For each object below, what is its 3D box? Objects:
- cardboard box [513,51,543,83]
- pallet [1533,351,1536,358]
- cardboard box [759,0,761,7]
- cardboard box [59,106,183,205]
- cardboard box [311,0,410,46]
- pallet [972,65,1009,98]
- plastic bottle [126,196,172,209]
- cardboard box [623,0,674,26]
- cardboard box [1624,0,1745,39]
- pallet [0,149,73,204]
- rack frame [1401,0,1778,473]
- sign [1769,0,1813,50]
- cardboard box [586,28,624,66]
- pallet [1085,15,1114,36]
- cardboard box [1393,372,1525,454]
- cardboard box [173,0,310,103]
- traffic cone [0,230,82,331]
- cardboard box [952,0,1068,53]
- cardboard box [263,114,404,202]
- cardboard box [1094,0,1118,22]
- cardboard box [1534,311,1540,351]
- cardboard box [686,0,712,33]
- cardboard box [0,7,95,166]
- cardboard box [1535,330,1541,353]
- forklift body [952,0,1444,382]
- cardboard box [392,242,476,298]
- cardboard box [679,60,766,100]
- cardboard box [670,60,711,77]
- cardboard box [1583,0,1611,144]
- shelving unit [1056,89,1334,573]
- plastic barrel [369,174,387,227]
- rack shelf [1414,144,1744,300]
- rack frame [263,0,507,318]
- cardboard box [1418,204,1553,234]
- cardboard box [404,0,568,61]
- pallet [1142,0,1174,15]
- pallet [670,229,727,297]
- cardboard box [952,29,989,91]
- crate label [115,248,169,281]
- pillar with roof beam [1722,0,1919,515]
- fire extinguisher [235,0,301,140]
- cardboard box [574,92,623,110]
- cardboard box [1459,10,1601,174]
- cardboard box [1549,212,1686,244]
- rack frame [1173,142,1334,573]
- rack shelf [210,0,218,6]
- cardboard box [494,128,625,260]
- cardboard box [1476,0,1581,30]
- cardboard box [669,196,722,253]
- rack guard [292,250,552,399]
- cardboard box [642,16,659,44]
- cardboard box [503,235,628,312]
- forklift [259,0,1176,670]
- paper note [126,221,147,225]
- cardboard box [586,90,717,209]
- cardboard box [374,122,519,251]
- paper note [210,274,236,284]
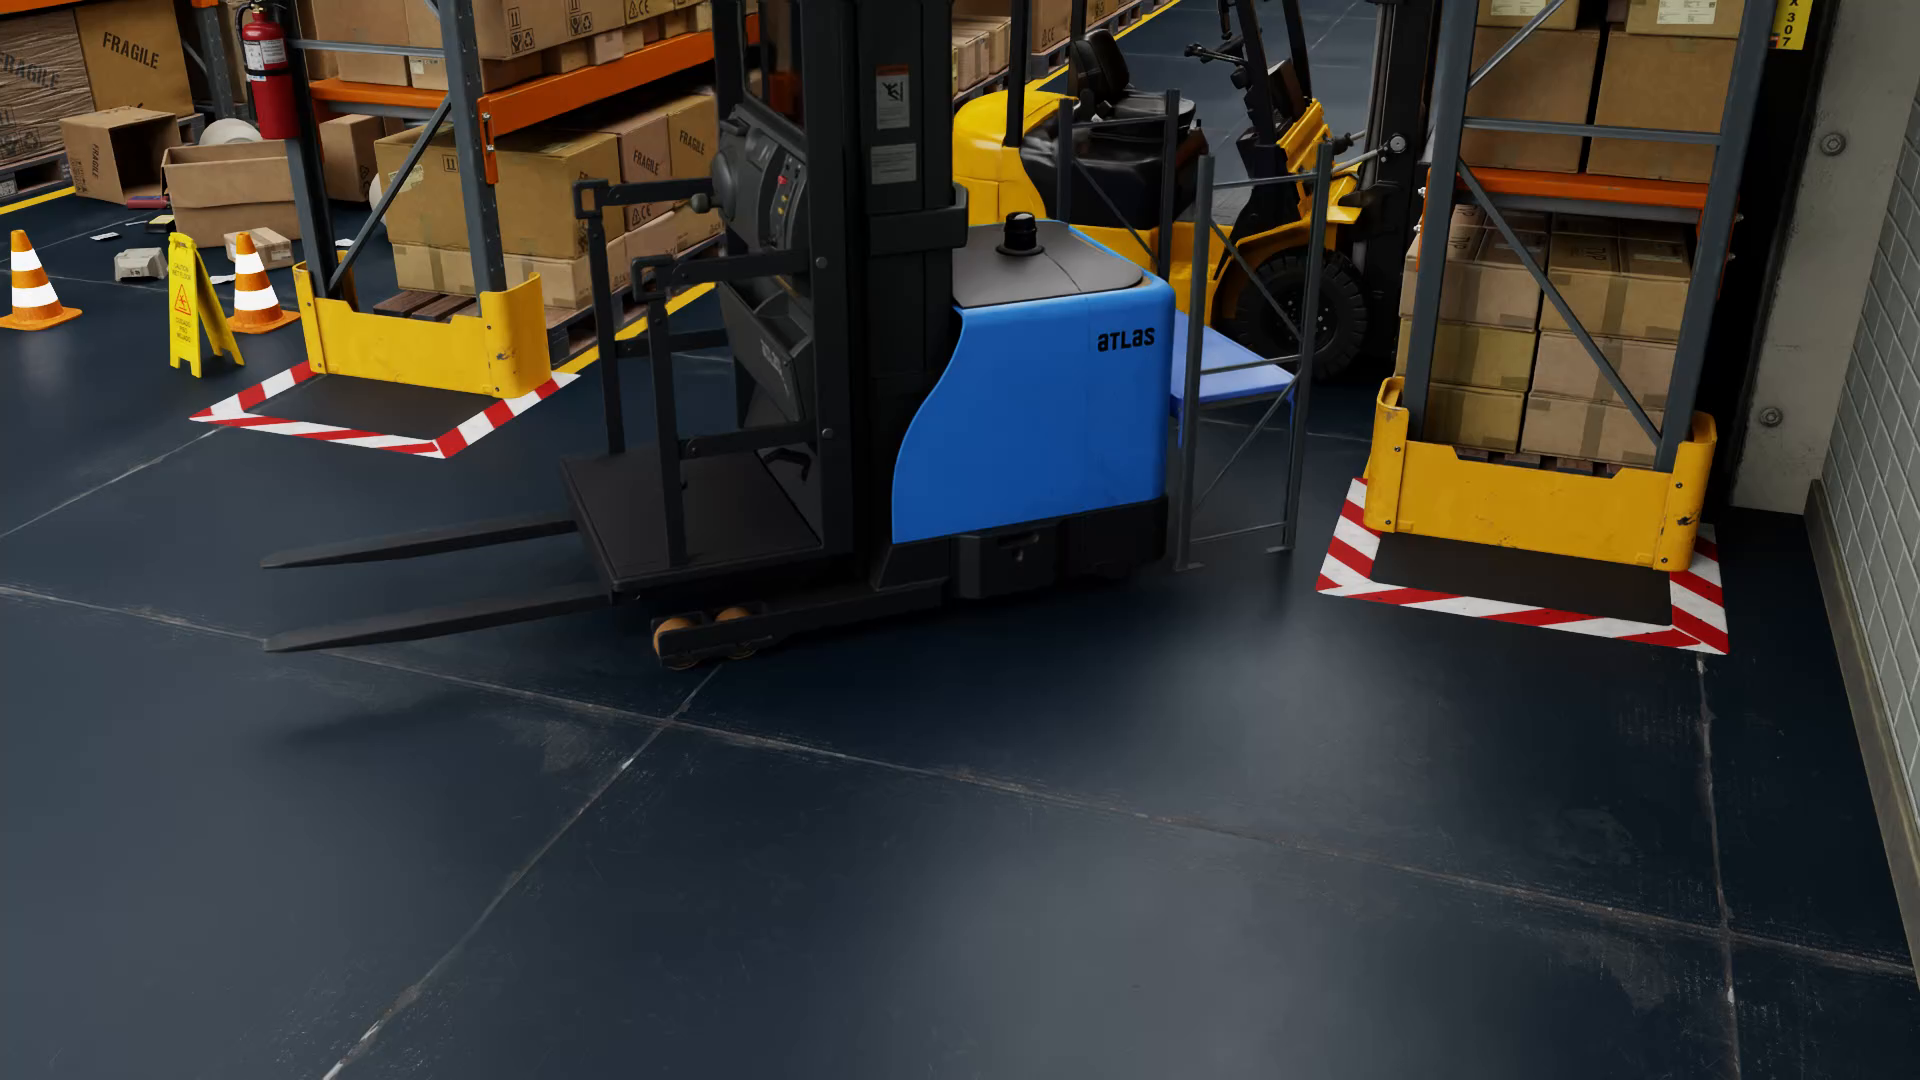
[{"bbox_3d":[-2.157,-2.212,7.665,0.380,0.149,0.250,9,27,18],"label":"cardboard box"},{"bbox_3d":[2.769,-0.957,7.983,1.003,0.211,1.213,9,27,17],"label":"pallet"},{"bbox_3d":[-1.357,-3.165,9.632,0.380,0.149,0.250,8,27,17],"label":"cardboard box"},{"bbox_3d":[-5.455,-2.519,10.877,0.500,0.500,0.500,14,29,26],"label":"cardboard box"},{"bbox_3d":[-2.615,-2.552,7.622,0.500,0.500,0.500,8,27,17],"label":"cardboard box"},{"bbox_3d":[-0.135,-3.821,13.900,1.003,0.211,1.213,9,27,17],"label":"pallet"},{"bbox_3d":[-5.163,-2.161,10.643,0.283,0.061,0.133,0,26,-1],"label":"plastic bottle"},{"bbox_3d":[-1.779,-2.866,8.271,0.500,0.500,0.500,8,27,16],"label":"cardboard box"},{"bbox_3d":[2.504,-1.830,5.729,0.380,0.149,0.250,8,27,16],"label":"cardboard box"},{"bbox_3d":[-6.637,-2.371,10.904,1.003,0.211,1.213,9,27,17],"label":"pallet"},{"bbox_3d":[2.146,-1.392,5.682,1.000,3.000,0.127,9,27,17],"label":"rack frame"},{"bbox_3d":[2.668,-1.734,5.305,0.100,0.325,0.005,9,27,17],"label":"sign"},{"bbox_3d":[-1.864,-2.407,8.068,0.380,0.149,0.250,9,27,18],"label":"cardboard box"},{"bbox_3d":[0.868,-4.955,16.242,1.003,0.211,1.213,9,27,17],"label":"pallet"},{"bbox_3d":[2.005,-0.582,6.683,0.500,0.250,0.500,9,27,18],"label":"cardboard box"},{"bbox_3d":[-5.784,-3.875,12.910,1.050,0.750,0.750,9,27,17],"label":"cardboard box"},{"bbox_3d":[-4.769,-1.353,8.514,0.336,0.463,0.334,9,27,17],"label":"traffic cone"},{"bbox_3d":[0.435,-4.902,14.888,0.875,0.875,0.875,8,27,17],"label":"cardboard box"},{"bbox_3d":[-4.035,-2.522,10.725,0.797,0.637,0.503,9,27,17],"label":"cardboard box"},{"bbox_3d":[1.033,-5.635,16.403,0.875,0.875,0.875,10,27,19],"label":"cardboard box"},{"bbox_3d":[2.191,-1.018,7.010,0.500,0.250,0.500,8,27,17],"label":"cardboard box"},{"bbox_3d":[-1.524,-2.834,8.950,0.380,0.149,0.250,9,27,18],"label":"cardboard box"},{"bbox_3d":[-6.478,-3.043,11.050,0.875,0.875,0.875,9,27,18],"label":"cardboard box"},{"bbox_3d":[2.655,-0.939,6.847,0.500,0.250,0.500,8,27,17],"label":"cardboard box"},{"bbox_3d":[1.057,-2.053,8.023,2.313,2.155,1.214,9,27,17],"label":"forklift body"},{"bbox_3d":[-2.512,-1.442,8.460,0.500,0.250,0.500,9,27,17],"label":"cardboard box"},{"bbox_3d":[-1.316,-2.551,9.890,0.500,0.500,0.500,9,27,18],"label":"cardboard box"},{"bbox_3d":[-1.823,-2.618,10.027,0.500,0.500,0.500,10,28,20],"label":"cardboard box"},{"bbox_3d":[2.725,-1.817,6.446,0.500,0.500,0.500,10,27,19],"label":"cardboard box"},{"bbox_3d":[0.807,-0.808,6.198,0.538,1.500,1.048,-11,28,-21],"label":"shelving unit"},{"bbox_3d":[-3.276,-2.019,9.933,0.421,0.421,0.512,-14,29,-27],"label":"plastic barrel"},{"bbox_3d":[2.812,-1.890,7.536,1.077,0.370,4.000,9,27,17],"label":"rack shelf"},{"bbox_3d":[-2.536,-2.110,7.165,1.000,3.000,0.127,9,27,17],"label":"rack frame"},{"bbox_3d":[2.170,-1.238,6.891,0.500,0.250,0.500,9,27,18],"label":"cardboard box"},{"bbox_3d":[-2.117,-2.443,7.398,0.500,0.500,0.500,8,27,17],"label":"cardboard box"},{"bbox_3d":[1.784,-6.087,18.580,1.003,0.211,1.213,9,27,17],"label":"pallet"},{"bbox_3d":[-1.799,-1.714,9.549,1.003,0.211,1.213,9,27,17],"label":"pallet"},{"bbox_3d":[-0.309,-3.869,13.331,0.950,0.372,0.625,8,27,16],"label":"cardboard box"},{"bbox_3d":[-4.566,-1.538,9.270,0.250,0.136,0.298,-5,26,-9],"label":"crate label"},{"bbox_3d":[-0.832,-4.871,5.985,9.100,9.000,0.400,9,27,17],"label":"pillar with roof beam"},{"bbox_3d":[-3.008,-2.095,7.223,0.296,0.674,0.183,9,27,17],"label":"fire extinguisher"},{"bbox_3d":[-2.170,-2.187,9.138,0.500,0.500,0.500,8,27,16],"label":"cardboard box"},{"bbox_3d":[2.062,-1.677,6.157,0.500,0.500,0.500,8,27,16],"label":"cardboard box"},{"bbox_3d":[2.648,-1.169,6.748,0.500,0.250,0.500,9,27,18],"label":"cardboard box"},{"bbox_3d":[1.007,-0.605,5.777,0.500,1.500,0.032,-11,28,-21],"label":"rack frame"},{"bbox_3d":[-5.241,-4.928,13.812,1.077,0.370,4.000,9,27,17],"label":"rack shelf"},{"bbox_3d":[-1.999,-1.700,8.132,0.500,0.500,0.500,8,27,16],"label":"cardboard box"},{"bbox_3d":[1.997,-1.912,5.897,0.380,0.149,0.250,9,27,18],"label":"cardboard box"},{"bbox_3d":[-1.660,-1.787,9.173,0.500,0.250,0.500,11,28,21],"label":"cardboard box"},{"bbox_3d":[-2.510,-1.016,7.775,1.175,0.500,0.348,9,27,17],"label":"rack guard"},{"bbox_3d":[-1.779,-2.636,8.540,0.380,0.149,0.250,10,27,19],"label":"cardboard box"},{"bbox_3d":[-2.006,-1.353,8.275,0.500,0.250,0.500,9,27,17],"label":"cardboard box"},{"bbox_3d":[-0.829,-1.160,5.282,3.031,2.935,1.130,-10,27,-19],"label":"forklift"},{"bbox_3d":[-5.097,-1.962,10.291,0.123,0.001,0.032,-20,33,-36],"label":"paper note"},{"bbox_3d":[-1.655,-2.120,9.000,0.500,0.500,0.500,9,27,18],"label":"cardboard box"},{"bbox_3d":[-2.515,-1.766,8.268,0.500,0.500,0.500,9,27,18],"label":"cardboard box"},{"bbox_3d":[-4.098,-1.451,9.211,0.148,0.019,0.142,0,26,-1],"label":"paper note"}]
